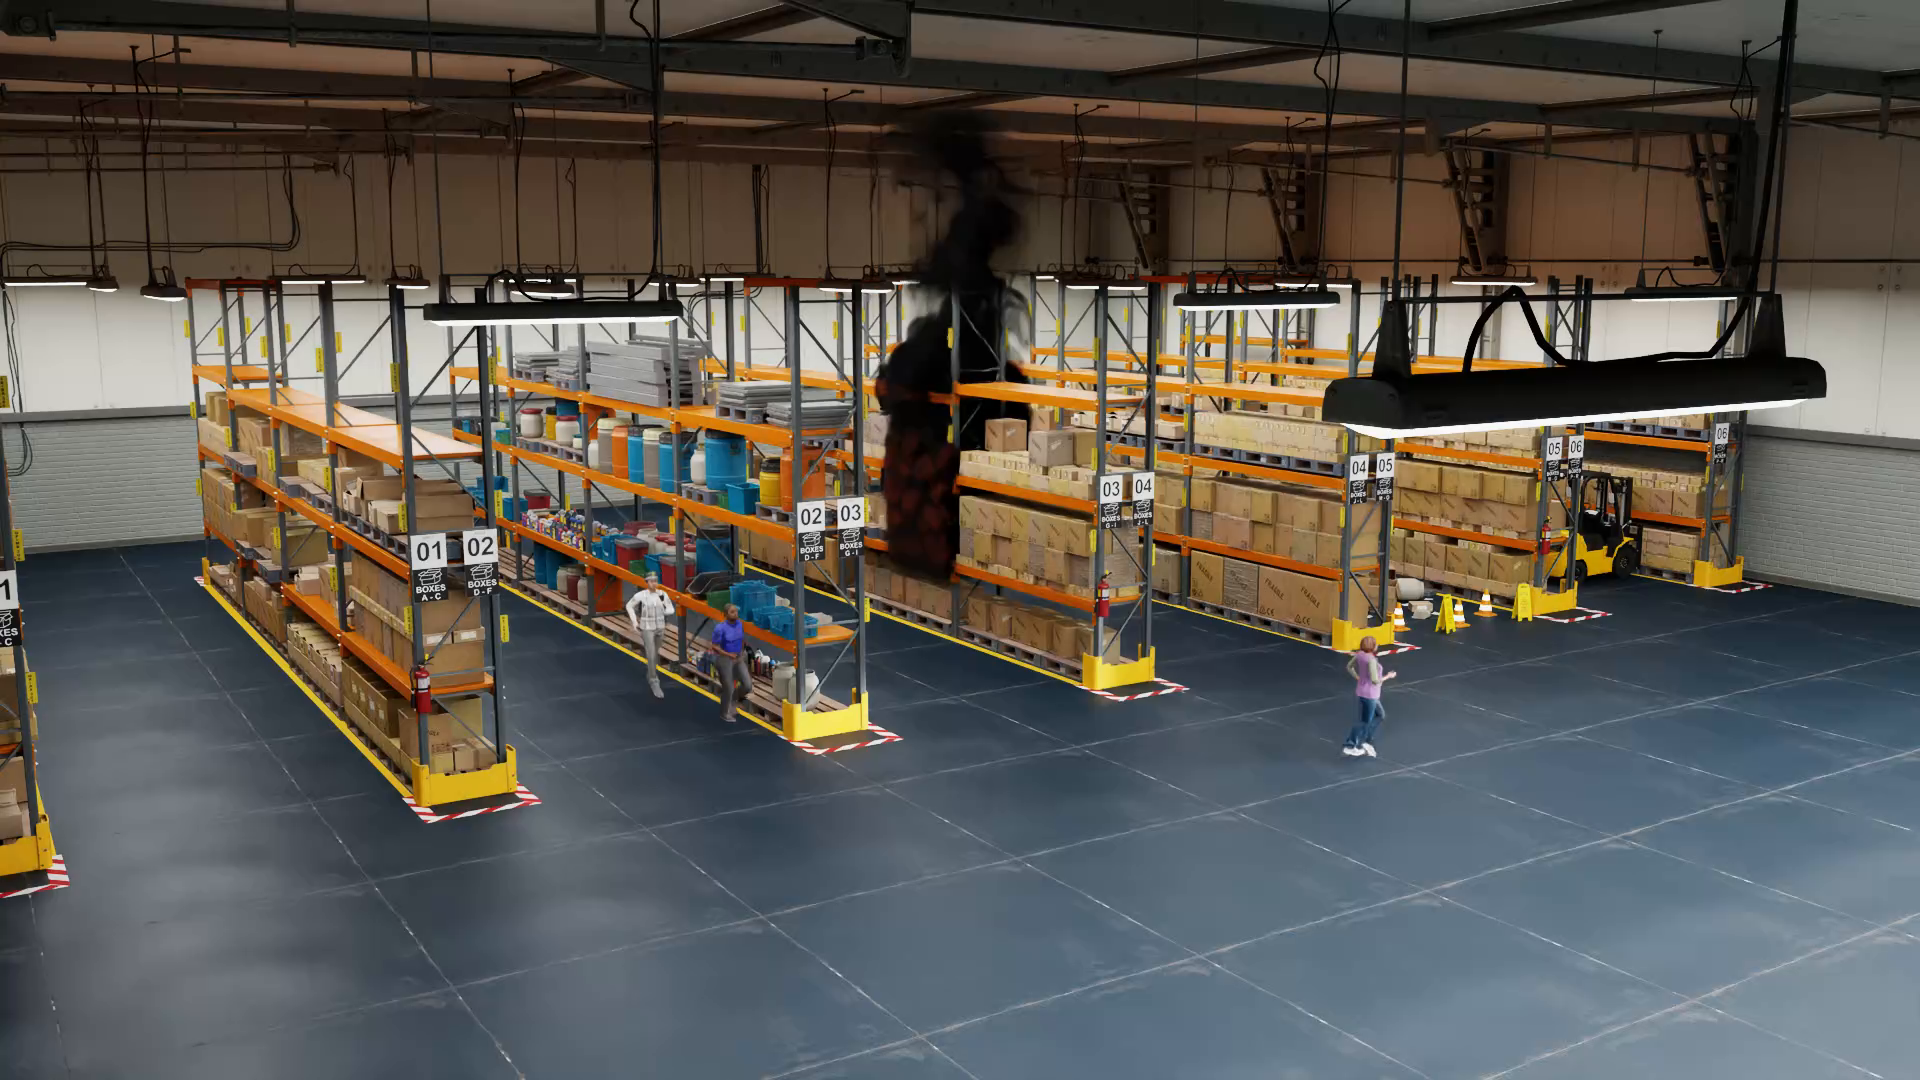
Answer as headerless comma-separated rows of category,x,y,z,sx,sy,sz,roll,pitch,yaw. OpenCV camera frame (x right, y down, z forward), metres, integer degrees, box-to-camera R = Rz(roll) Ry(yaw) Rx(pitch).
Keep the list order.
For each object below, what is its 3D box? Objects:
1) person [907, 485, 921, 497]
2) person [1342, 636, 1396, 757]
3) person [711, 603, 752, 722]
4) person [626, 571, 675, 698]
person,-1.173,-1.671,42.752,0.945,1.673,0.567,-6,12,-34
person,5.228,2.024,21.252,0.650,1.603,0.513,0,10,-1
person,-2.982,1.621,21.849,0.585,1.617,0.564,-9,13,-43
person,-4.320,1.287,23.428,0.596,1.742,0.792,-6,11,-33
